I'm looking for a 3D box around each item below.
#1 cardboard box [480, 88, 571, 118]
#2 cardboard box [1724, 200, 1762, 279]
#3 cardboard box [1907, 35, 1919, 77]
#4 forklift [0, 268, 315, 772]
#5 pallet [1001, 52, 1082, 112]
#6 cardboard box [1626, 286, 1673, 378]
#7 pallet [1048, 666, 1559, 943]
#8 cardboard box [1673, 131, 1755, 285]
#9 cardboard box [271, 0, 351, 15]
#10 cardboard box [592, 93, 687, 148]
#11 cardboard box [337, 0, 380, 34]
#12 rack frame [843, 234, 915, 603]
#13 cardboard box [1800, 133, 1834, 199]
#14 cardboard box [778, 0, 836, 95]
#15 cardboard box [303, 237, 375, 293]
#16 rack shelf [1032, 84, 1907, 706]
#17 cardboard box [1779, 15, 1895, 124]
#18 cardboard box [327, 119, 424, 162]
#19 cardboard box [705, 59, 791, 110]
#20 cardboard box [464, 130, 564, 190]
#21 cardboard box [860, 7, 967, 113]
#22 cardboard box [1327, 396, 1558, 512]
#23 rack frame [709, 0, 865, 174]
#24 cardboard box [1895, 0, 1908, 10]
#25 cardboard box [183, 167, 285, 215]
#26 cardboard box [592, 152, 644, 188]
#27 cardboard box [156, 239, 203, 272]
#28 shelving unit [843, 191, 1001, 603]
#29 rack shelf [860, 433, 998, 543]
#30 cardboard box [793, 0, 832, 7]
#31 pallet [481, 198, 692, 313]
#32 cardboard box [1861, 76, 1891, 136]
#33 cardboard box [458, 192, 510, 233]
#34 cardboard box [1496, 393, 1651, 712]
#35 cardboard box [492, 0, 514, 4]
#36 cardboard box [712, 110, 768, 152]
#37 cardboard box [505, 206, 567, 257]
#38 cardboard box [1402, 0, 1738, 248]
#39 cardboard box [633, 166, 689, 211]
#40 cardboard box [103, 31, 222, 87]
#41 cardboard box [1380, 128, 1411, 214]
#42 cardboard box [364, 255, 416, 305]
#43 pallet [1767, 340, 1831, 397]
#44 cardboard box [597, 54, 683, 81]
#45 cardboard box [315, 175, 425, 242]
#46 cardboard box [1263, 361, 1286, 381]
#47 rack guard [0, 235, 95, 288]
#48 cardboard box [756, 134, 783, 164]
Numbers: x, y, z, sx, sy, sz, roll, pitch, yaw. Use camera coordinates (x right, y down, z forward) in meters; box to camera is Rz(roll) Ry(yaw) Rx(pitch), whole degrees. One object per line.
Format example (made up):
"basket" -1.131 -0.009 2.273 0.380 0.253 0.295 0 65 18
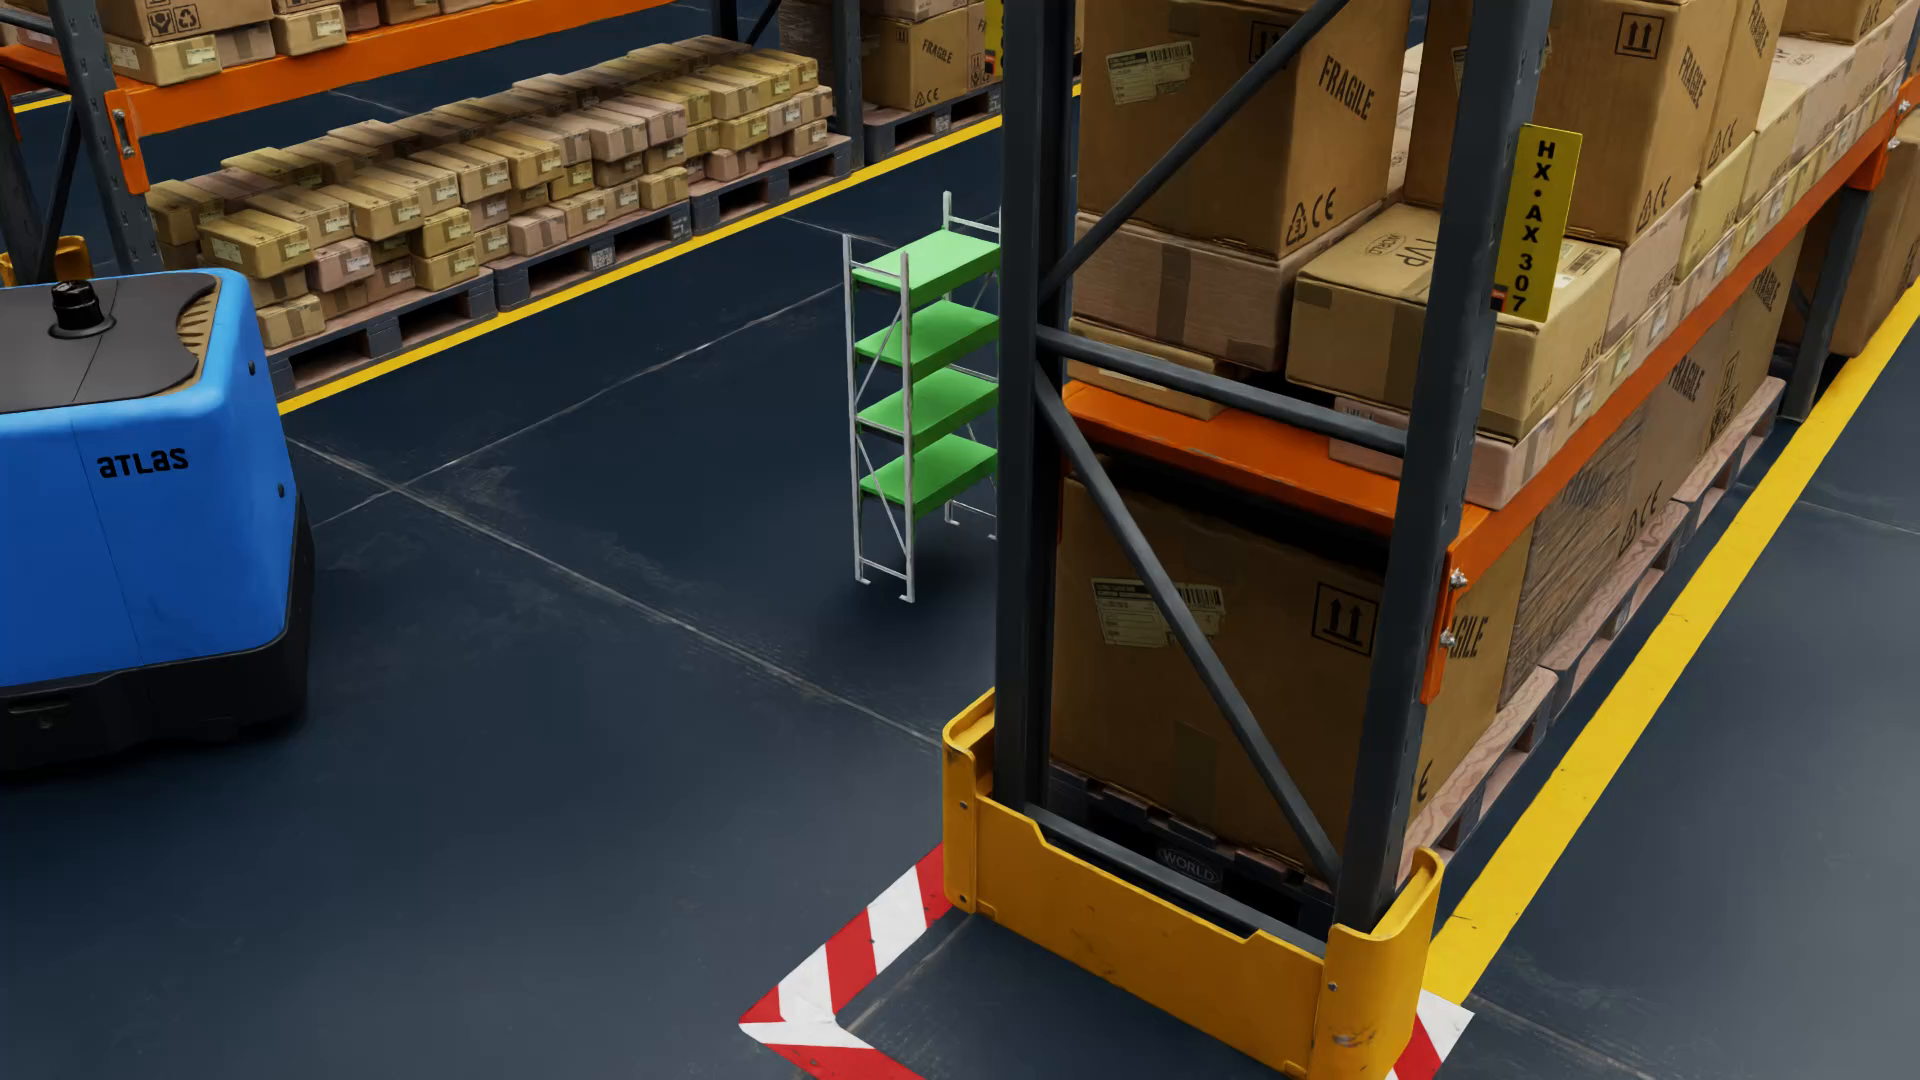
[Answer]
"cardboard box" -2.120 -2.078 8.115 0.380 0.149 0.250 19 36 29
"cardboard box" 1.920 -0.850 4.489 0.380 0.149 0.250 20 36 30
"cardboard box" 3.407 -2.069 6.200 0.500 0.500 0.500 21 37 31
"forklift" -3.479 -0.732 4.110 3.031 2.935 1.130 -9 32 -14
"pallet" 0.242 -3.098 10.771 1.003 0.211 1.213 21 37 31
"cardboard box" 1.458 -0.540 3.965 0.380 0.149 0.250 20 36 31
"pallet" 0.936 0.561 4.597 1.003 0.211 1.213 21 37 31
"cardboard box" 1.635 -0.882 4.151 0.500 0.250 0.500 20 36 30
"cardboard box" -2.584 -2.351 6.385 0.500 0.500 0.500 21 37 31
"cardboard box" -1.546 -2.029 8.033 0.380 0.149 0.250 19 36 29
"cardboard box" -2.548 -2.137 6.660 0.380 0.149 0.250 23 38 33
"rack frame" -0.247 -0.350 5.163 0.240 1.200 0.015 21 37 31
"cardboard box" 2.386 -1.164 5.019 0.380 0.149 0.250 22 37 32
"cardboard box" -0.717 -2.967 9.854 0.500 0.500 0.500 20 36 30
"cardboard box" -2.646 -1.167 6.870 0.380 0.149 0.250 21 37 31
"rack shelf" 1.723 -0.793 4.852 1.077 0.370 4.000 21 37 31
"cardboard box" 2.562 -1.508 5.207 0.500 0.250 0.500 22 37 33
"cardboard box" -2.683 -1.801 7.648 0.380 0.149 0.250 23 37 33
"cardboard box" -1.093 -2.352 8.578 0.380 0.149 0.250 22 37 32
"cardboard box" -2.012 -1.717 7.506 0.380 0.149 0.250 22 37 32
"cardboard box" -0.306 -2.807 9.584 0.500 0.500 0.500 23 37 33
"cardboard box" 0.993 -0.224 3.433 0.380 0.149 0.250 22 37 32
"rack frame" -0.963 -3.483 8.685 1.000 3.000 0.127 21 37 31
"cardboard box" 2.866 -2.032 5.357 0.500 0.500 0.500 22 37 33
"cardboard box" -3.063 -1.445 7.047 0.380 0.149 0.250 22 37 32
"cardboard box" -1.747 -1.827 7.984 0.380 0.149 0.250 19 36 29
"cardboard box" -3.287 -1.242 6.996 0.380 0.149 0.250 20 36 30
"shelving unit" -0.100 -0.449 5.331 0.258 1.200 0.503 21 37 31
"rack shelf" -0.100 -0.187 5.486 0.258 0.148 0.480 21 37 31
"cardboard box" -0.715 -3.292 9.666 0.500 0.250 0.500 20 36 30
"pallet" -2.076 -1.502 8.077 1.003 0.211 1.213 21 37 31
"cardboard box" 2.852 -1.478 5.548 0.380 0.149 0.250 22 37 32
"cardboard box" -2.243 -1.502 7.435 0.380 0.149 0.250 19 36 29
"cardboard box" 1.387 -0.211 4.836 0.875 0.875 0.875 21 37 31
"cardboard box" -2.020 -2.430 7.154 0.380 0.149 0.250 23 37 33
"cardboard box" -1.201 -2.111 8.463 0.380 0.149 0.250 20 36 30
"cardboard box" -2.030 -1.438 7.619 0.380 0.149 0.250 19 36 29
"cardboard box" 1.322 -0.991 3.600 0.500 0.500 0.500 20 36 30
"cardboard box" -1.553 -1.752 8.149 0.380 0.149 0.250 21 37 31
"cardboard box" -2.921 -1.780 6.058 0.380 0.149 0.250 21 36 31
"cardboard box" 0.903 -0.838 4.077 0.500 0.250 0.500 20 36 30
"cardboard box" -2.569 -1.161 7.151 0.380 0.149 0.250 22 37 32
"pallet" 3.336 -1.053 7.319 1.003 0.211 1.213 21 37 31
"cardboard box" -1.663 -2.405 8.667 0.380 0.149 0.250 21 36 31
"cardboard box" -2.466 -1.388 6.951 0.380 0.149 0.250 21 37 31
"cardboard box" 0.624 -0.534 3.955 0.380 0.149 0.250 22 37 32
"rack guard" -3.332 -0.813 6.631 1.175 0.500 0.348 21 37 31
"cardboard box" -1.152 -2.093 8.724 0.380 0.149 0.250 22 37 33
